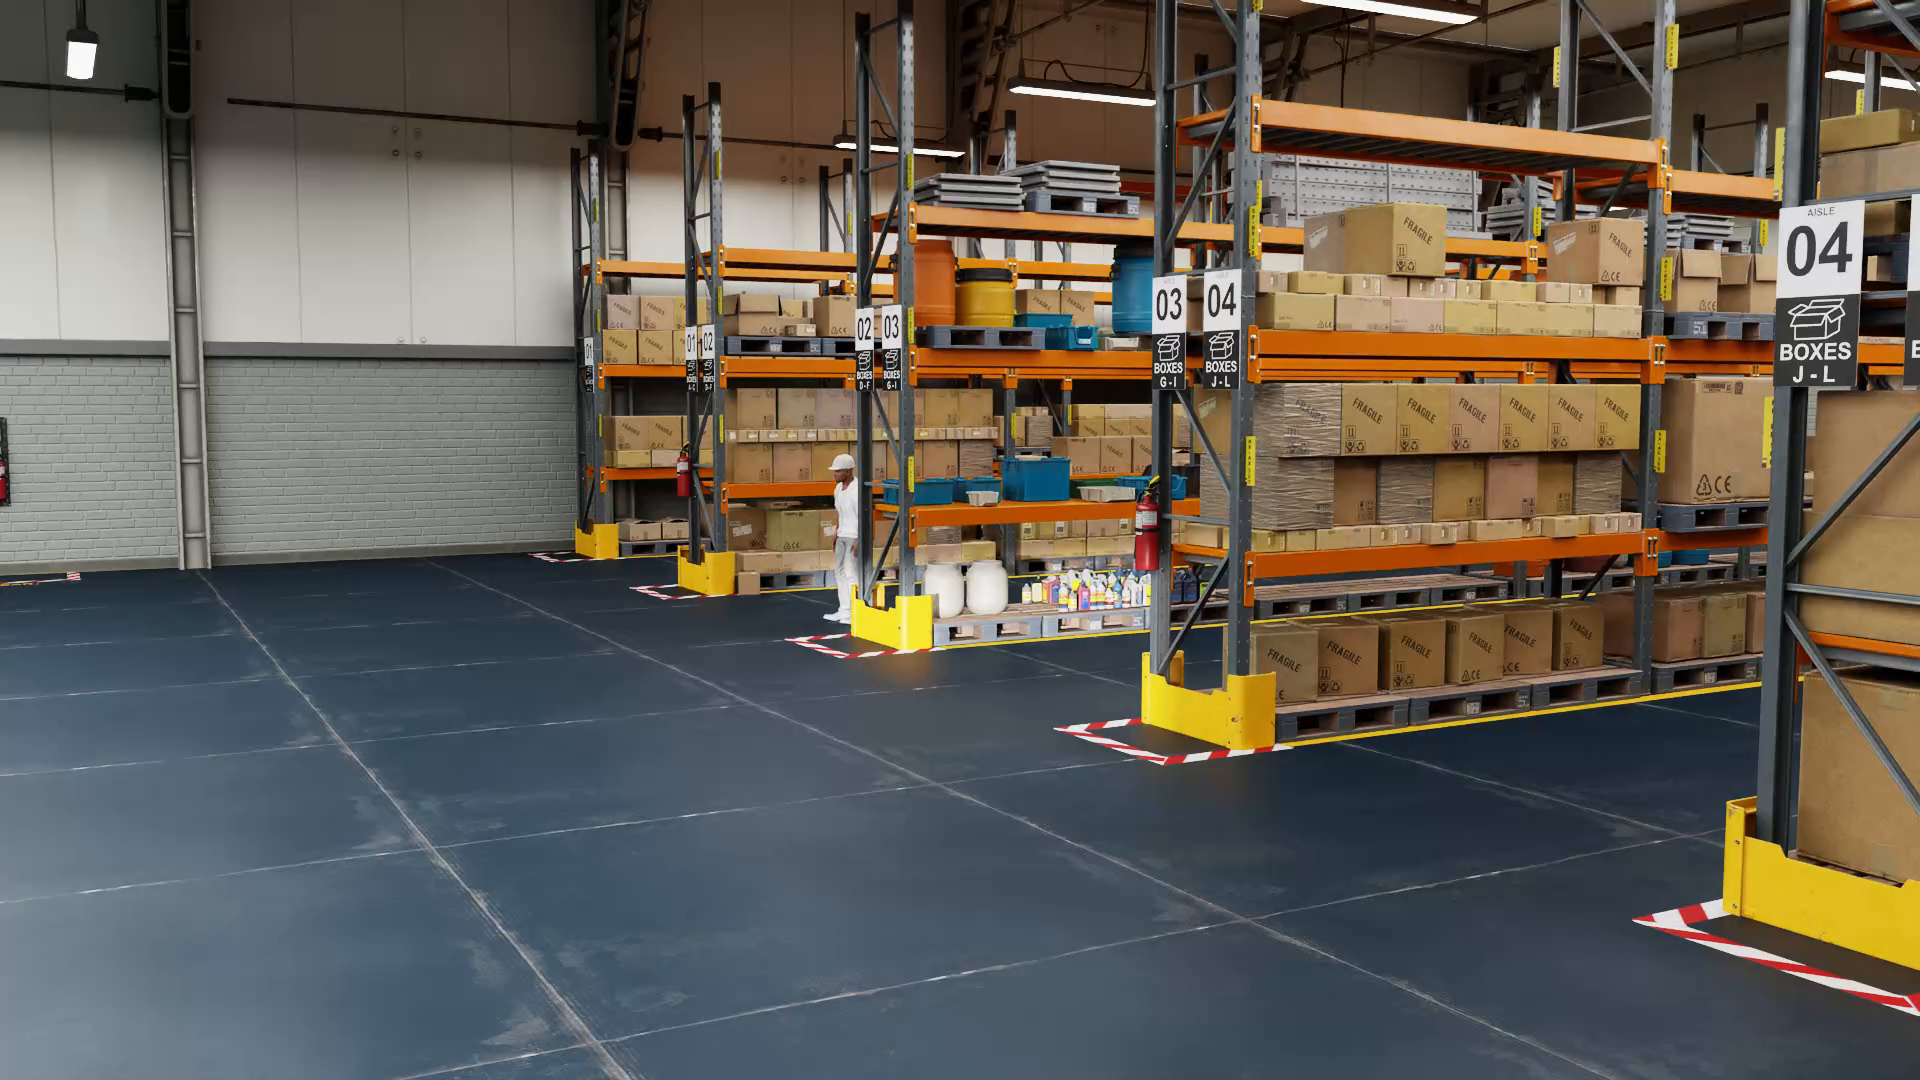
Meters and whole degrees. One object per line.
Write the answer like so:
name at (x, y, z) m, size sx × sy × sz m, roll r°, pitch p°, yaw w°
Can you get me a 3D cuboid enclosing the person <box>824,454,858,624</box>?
person at (-1.162, -0.016, 17.343) m, size 0.460 × 1.760 × 0.625 m, roll -3°, pitch 6°, yaw -29°
